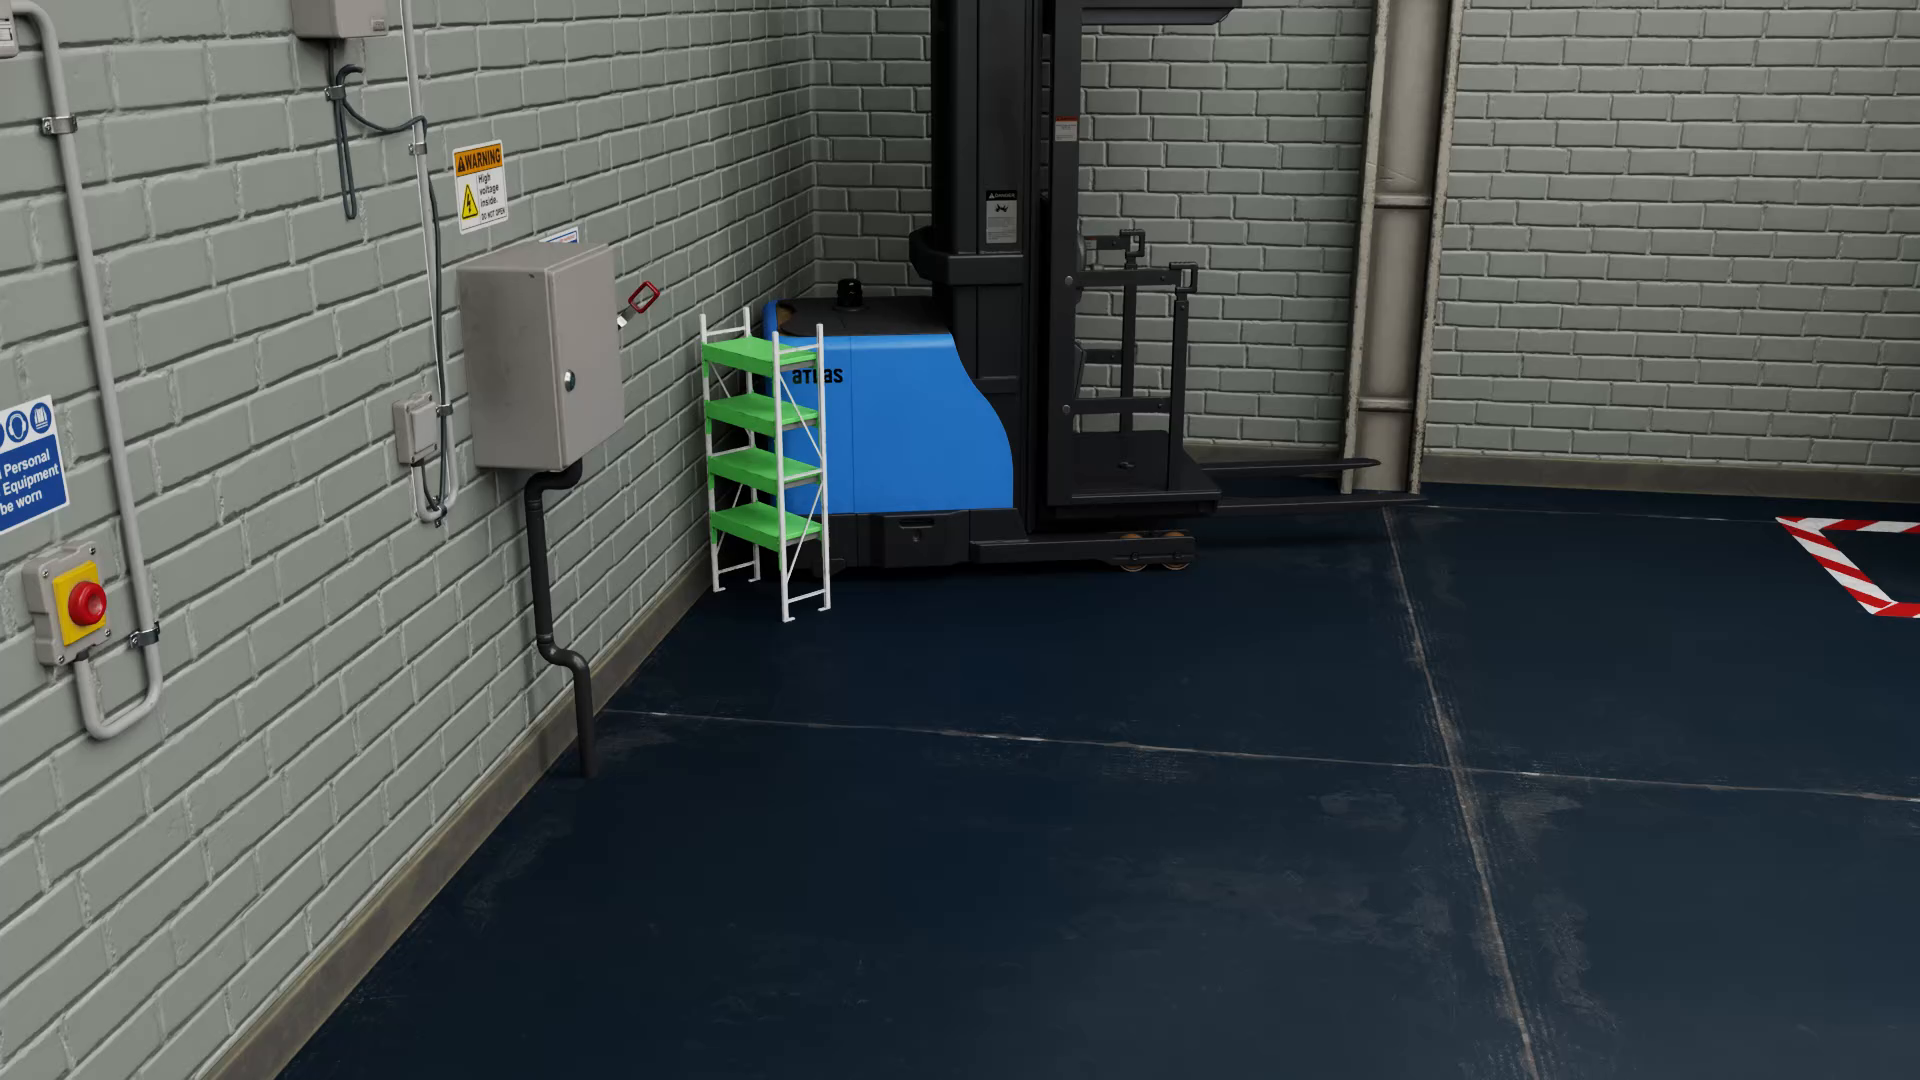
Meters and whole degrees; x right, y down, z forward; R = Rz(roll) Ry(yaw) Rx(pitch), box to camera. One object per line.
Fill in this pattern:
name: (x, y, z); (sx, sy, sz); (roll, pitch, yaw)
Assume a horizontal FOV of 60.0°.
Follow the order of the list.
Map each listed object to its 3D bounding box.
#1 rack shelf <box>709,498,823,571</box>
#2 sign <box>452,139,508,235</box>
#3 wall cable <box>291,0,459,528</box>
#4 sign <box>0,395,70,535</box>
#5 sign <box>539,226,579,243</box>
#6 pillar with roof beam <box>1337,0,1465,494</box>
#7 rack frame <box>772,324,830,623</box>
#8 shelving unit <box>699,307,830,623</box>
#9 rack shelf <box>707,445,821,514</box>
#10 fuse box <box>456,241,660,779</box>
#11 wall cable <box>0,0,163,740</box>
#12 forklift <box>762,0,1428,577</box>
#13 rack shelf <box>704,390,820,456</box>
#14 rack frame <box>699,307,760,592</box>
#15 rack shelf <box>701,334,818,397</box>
rack shelf: (-0.801, -0.027, 6.952); (0.258, 0.148, 0.480); (-17, 25, -40)
sign: (-1.405, -1.040, 4.881); (0.001, 0.242, 0.339); (3, 19, 9)
wall cable: (-1.455, -0.931, 4.257); (0.122, 1.984, 0.588); (3, 19, 9)
sign: (-1.737, -0.120, 3.009); (0.001, 0.218, 0.327); (3, 19, 9)
sign: (-1.318, -0.775, 5.542); (0.001, 0.494, 0.329); (3, 19, 9)
pillar with roof beam: (1.484, -3.197, 3.177); (0.400, 9.000, 9.100); (3, 19, 9)
rack frame: (-0.634, -0.259, 6.686); (0.240, 1.200, 0.015); (-17, 25, -40)
shelving unit: (-0.801, -0.316, 6.855); (0.258, 1.200, 0.503); (-17, 25, -40)
rack shelf: (-0.801, -0.255, 6.876); (0.258, 0.148, 0.480); (-17, 25, -40)
fuse box: (-1.192, -0.044, 5.237); (0.414, 1.711, 0.539); (3, 19, 9)
wall cable: (-1.669, -0.501, 2.922); (0.123, 1.953, 0.585); (3, 19, 9)
forklift: (0.619, -1.414, 7.409); (3.031, 2.935, 1.130); (-2, 19, -7)
rack shelf: (-0.801, -0.483, 6.799); (0.258, 0.148, 0.480); (-17, 25, -40)
rack frame: (-0.968, -0.372, 7.024); (0.240, 1.200, 0.015); (-17, 25, -40)
rack shelf: (-0.801, -0.710, 6.723); (0.258, 0.148, 0.480); (-17, 25, -40)
